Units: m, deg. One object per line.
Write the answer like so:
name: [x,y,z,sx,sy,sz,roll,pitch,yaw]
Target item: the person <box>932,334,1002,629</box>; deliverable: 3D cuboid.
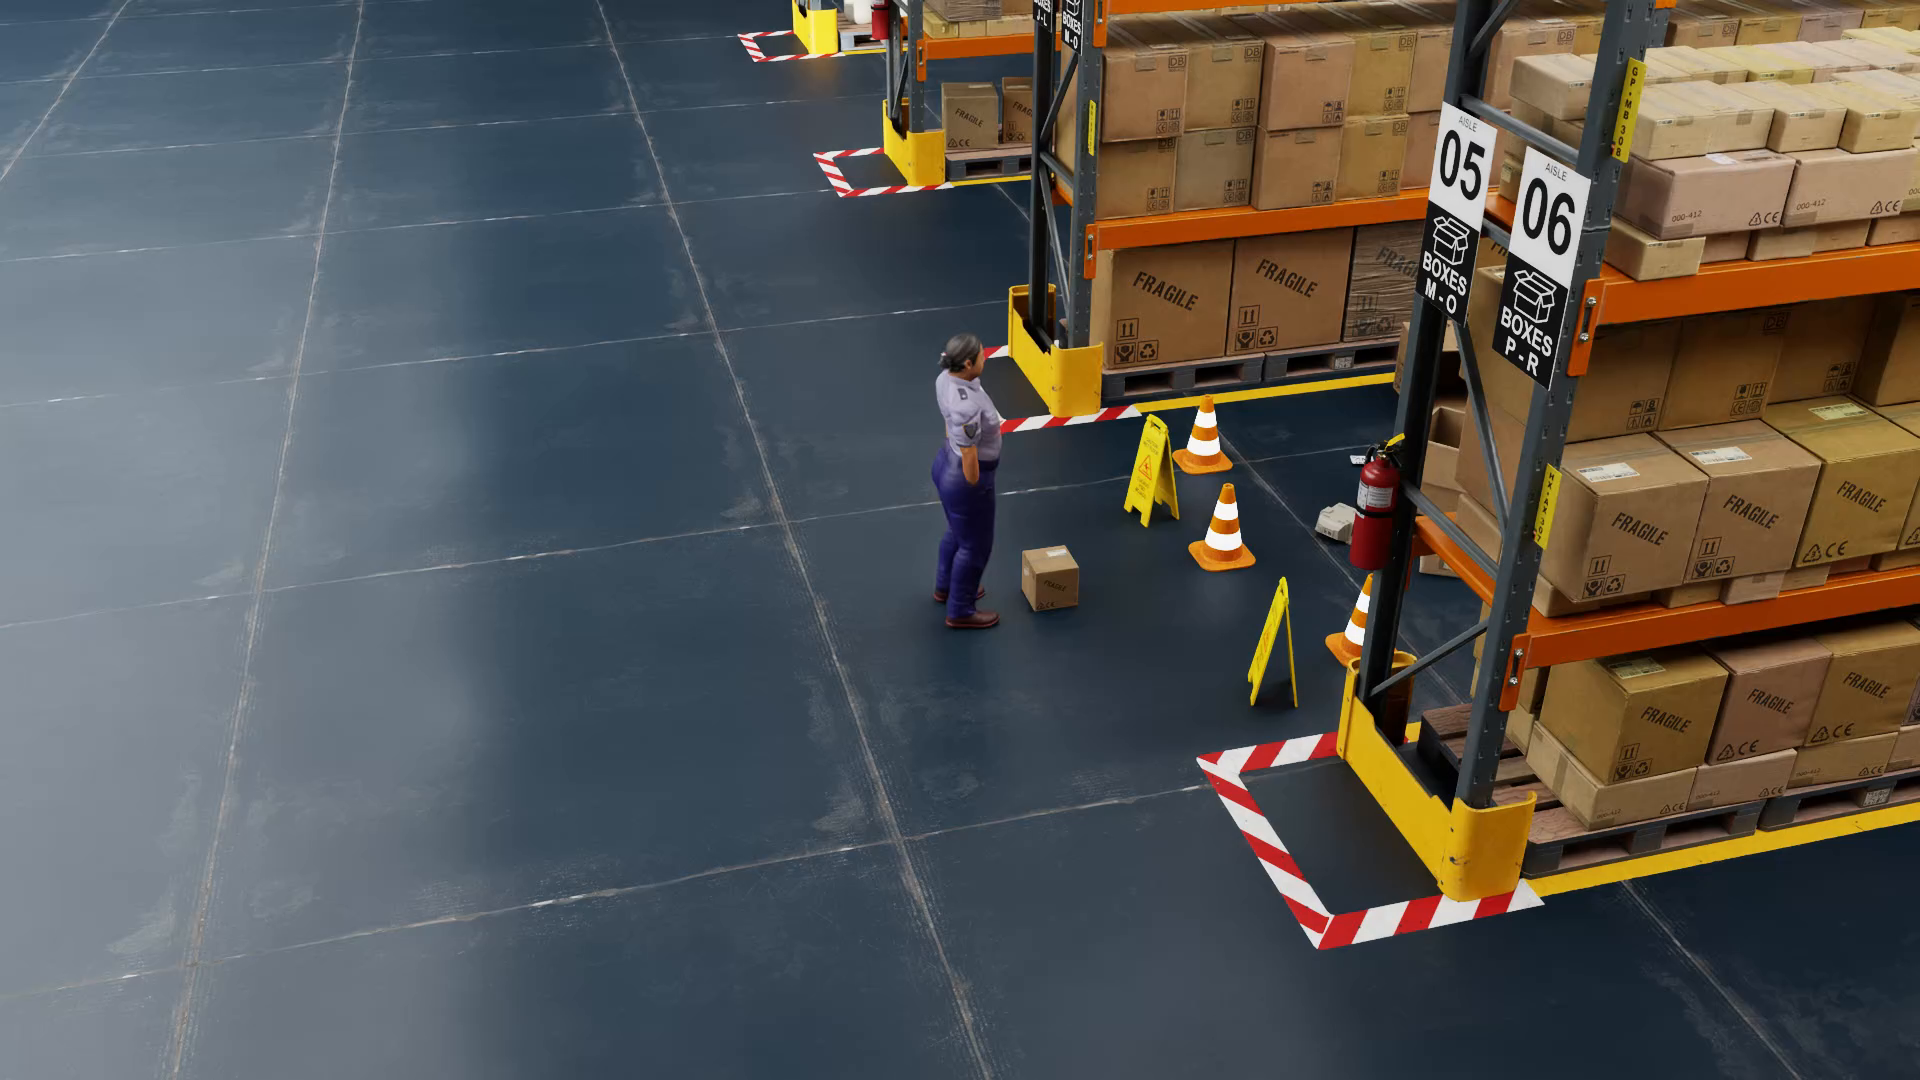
person: [0.034,-0.331,8.818,0.342,1.646,0.469,-7,31,-12]
